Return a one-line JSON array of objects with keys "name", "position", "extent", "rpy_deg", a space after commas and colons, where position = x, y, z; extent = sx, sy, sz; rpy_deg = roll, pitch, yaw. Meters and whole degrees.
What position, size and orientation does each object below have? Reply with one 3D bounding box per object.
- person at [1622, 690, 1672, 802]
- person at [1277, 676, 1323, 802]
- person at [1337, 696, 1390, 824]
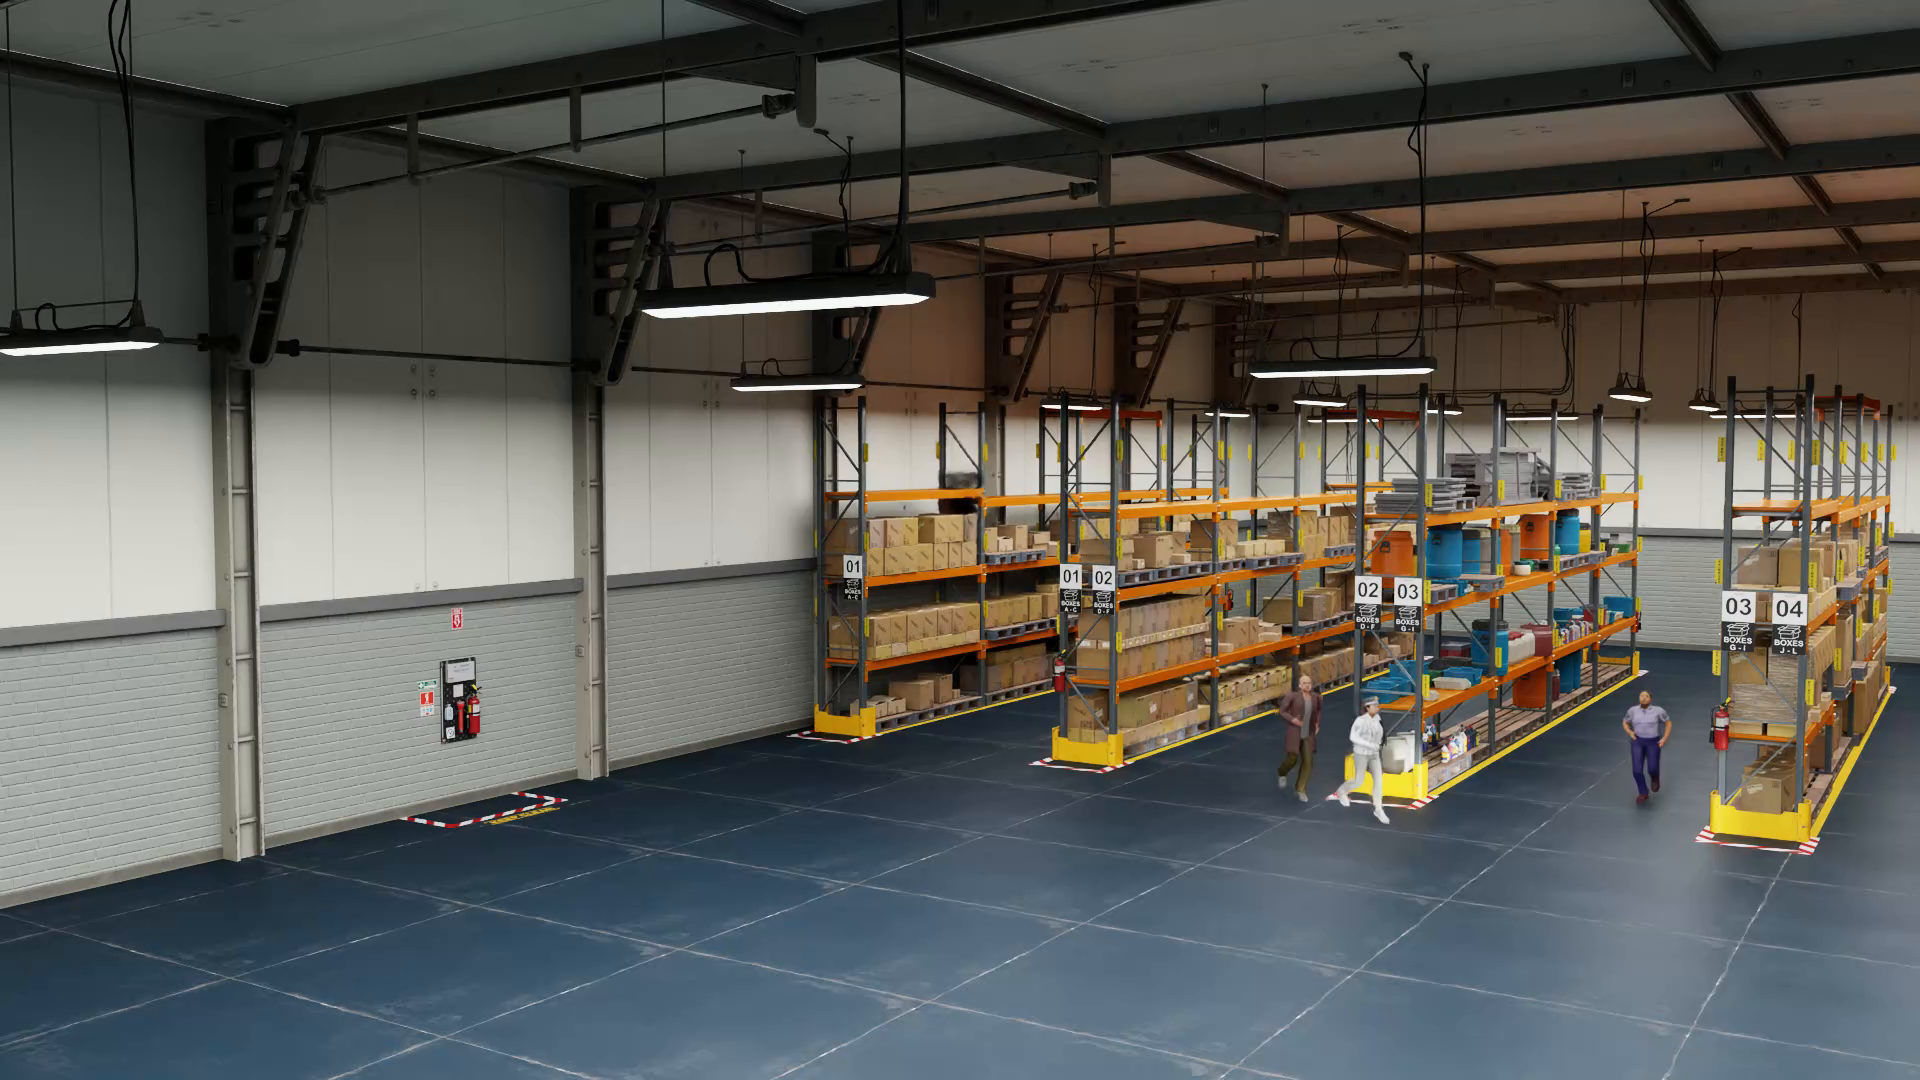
[{"name": "person", "position": [9.837, 2.955, 23.861], "extent": [0.661, 1.608, 0.503], "rpy_deg": [2, 3, 28]}, {"name": "person", "position": [4.971, 2.856, 24.222], "extent": [0.720, 1.779, 0.929], "rpy_deg": [0, 3, -7]}, {"name": "person", "position": [5.564, 2.958, 22.833], "extent": [0.637, 1.686, 0.982], "rpy_deg": [-2, 4, -32]}]
